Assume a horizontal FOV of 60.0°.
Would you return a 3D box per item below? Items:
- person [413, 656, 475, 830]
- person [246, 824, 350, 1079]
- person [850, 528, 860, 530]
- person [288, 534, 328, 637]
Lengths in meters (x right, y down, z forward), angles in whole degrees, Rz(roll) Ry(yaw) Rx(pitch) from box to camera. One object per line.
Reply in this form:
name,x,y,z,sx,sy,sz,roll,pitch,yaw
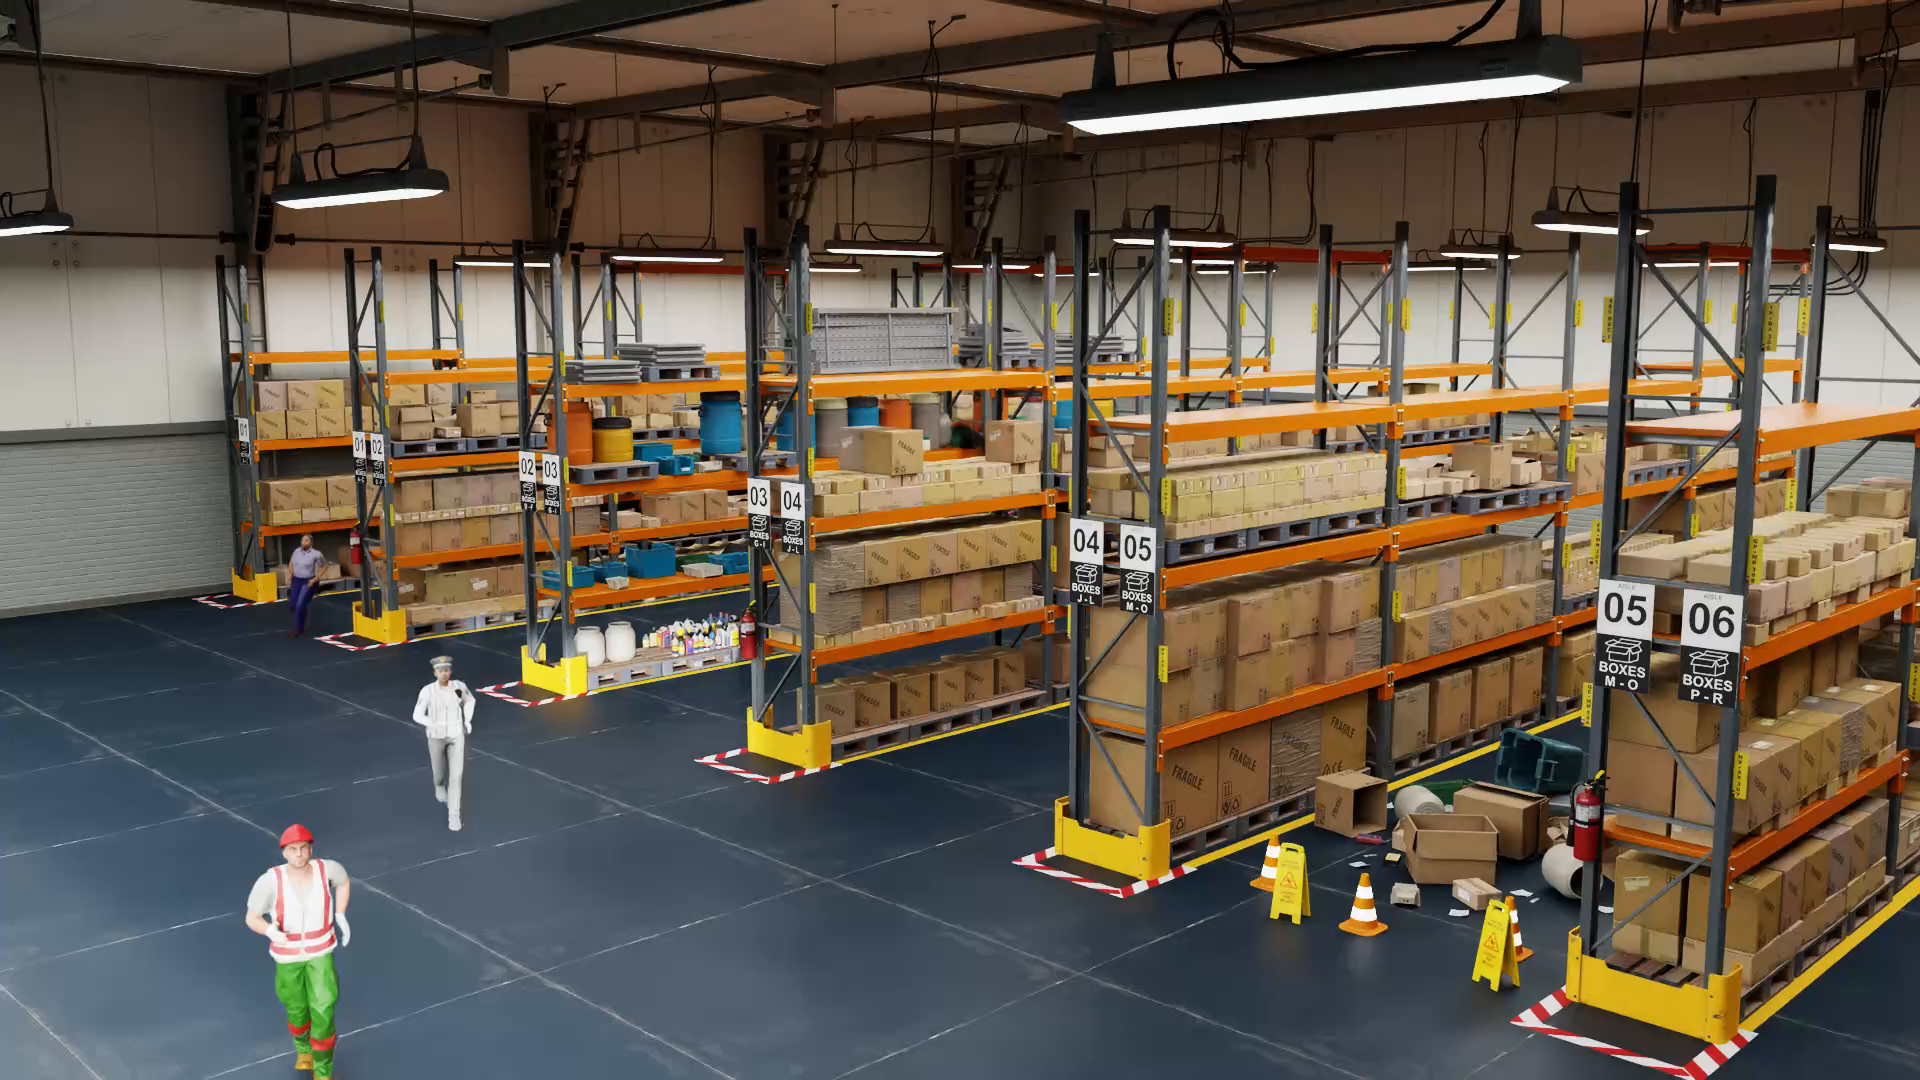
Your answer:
person,-5.133,1.980,16.640,0.616,1.692,0.850,-3,9,-22
person,-4.324,2.752,10.921,0.637,1.836,0.788,-3,9,-20
person,-1.944,-0.091,29.122,0.677,1.856,0.679,6,10,37
person,-10.239,0.690,26.129,0.645,1.607,0.626,1,8,7
